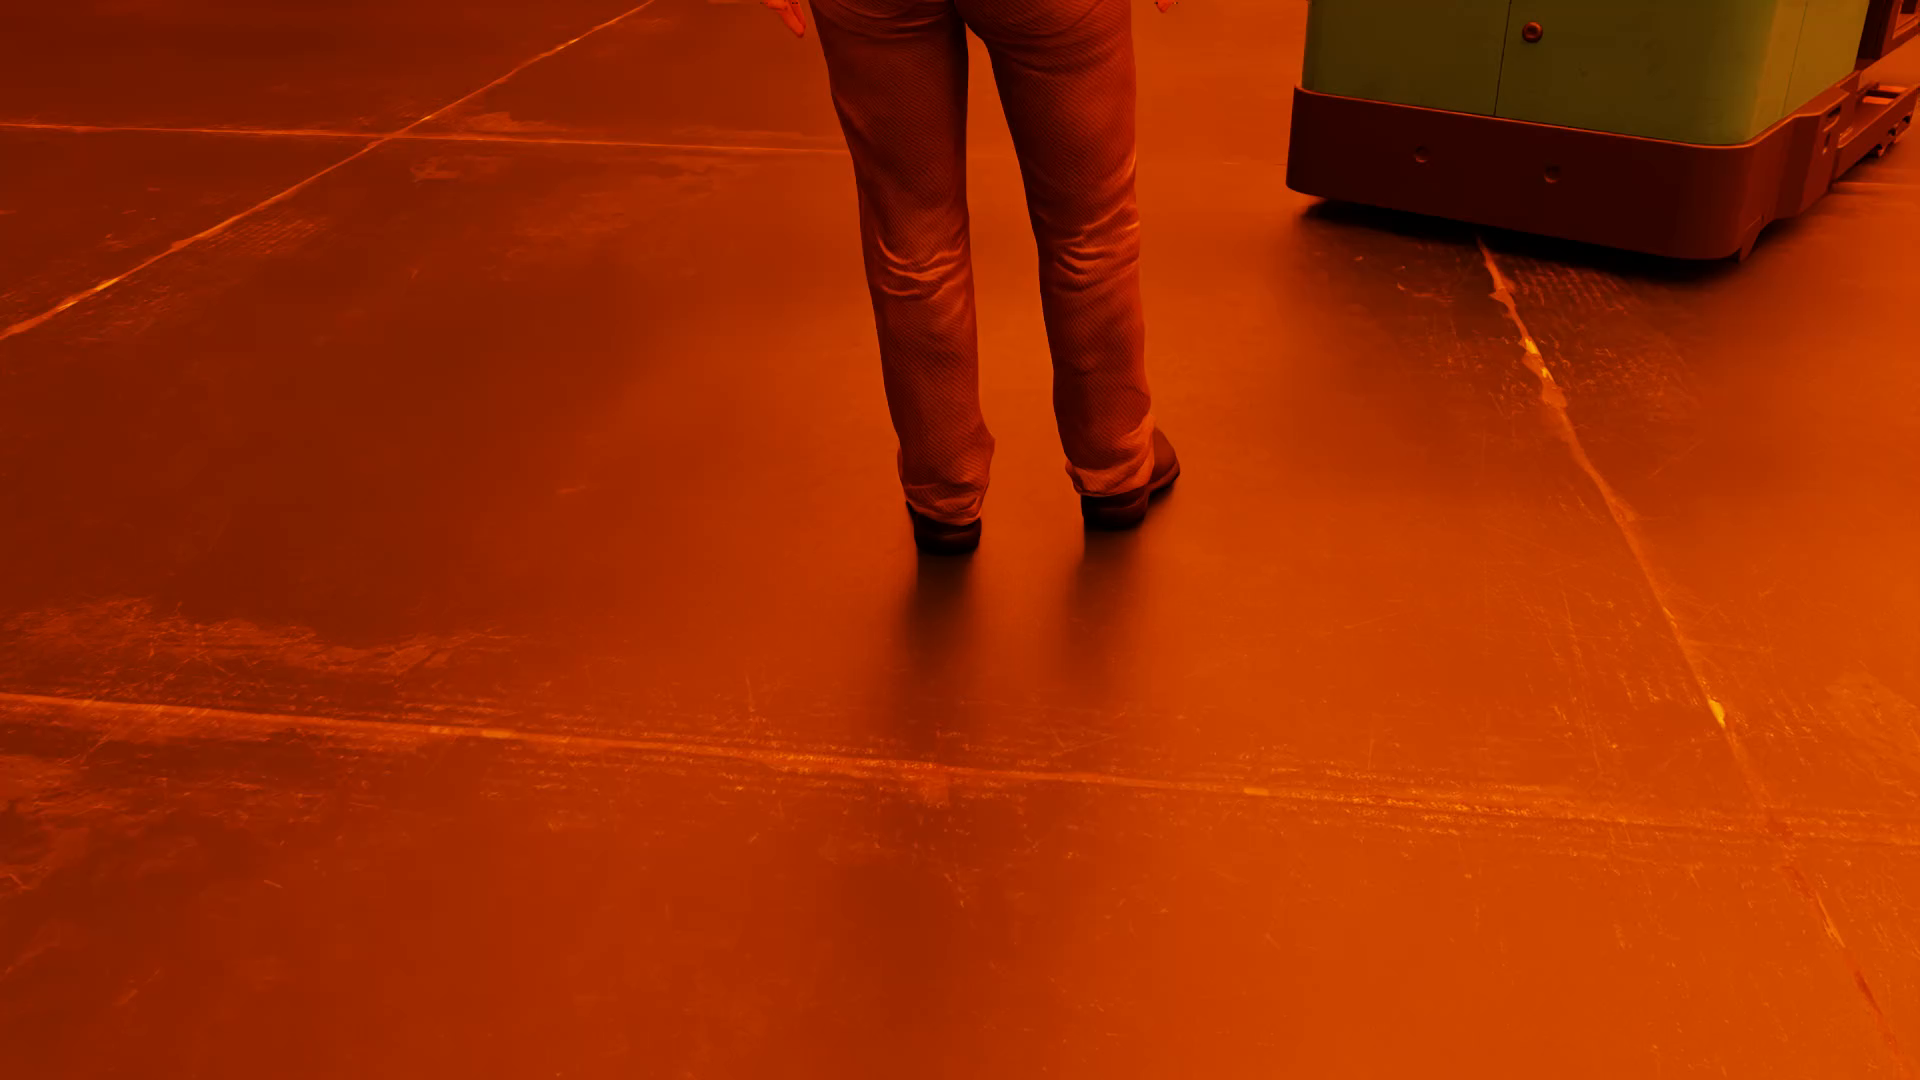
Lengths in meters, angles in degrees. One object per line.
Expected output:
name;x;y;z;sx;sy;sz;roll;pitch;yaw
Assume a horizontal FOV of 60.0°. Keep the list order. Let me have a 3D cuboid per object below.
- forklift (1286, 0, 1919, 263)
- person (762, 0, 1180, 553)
forklift;2.096;-2.500;4.228;1.130;2.935;3.031;19;32;33
person;0.016;-0.804;2.168;0.633;1.722;0.565;3;27;7
